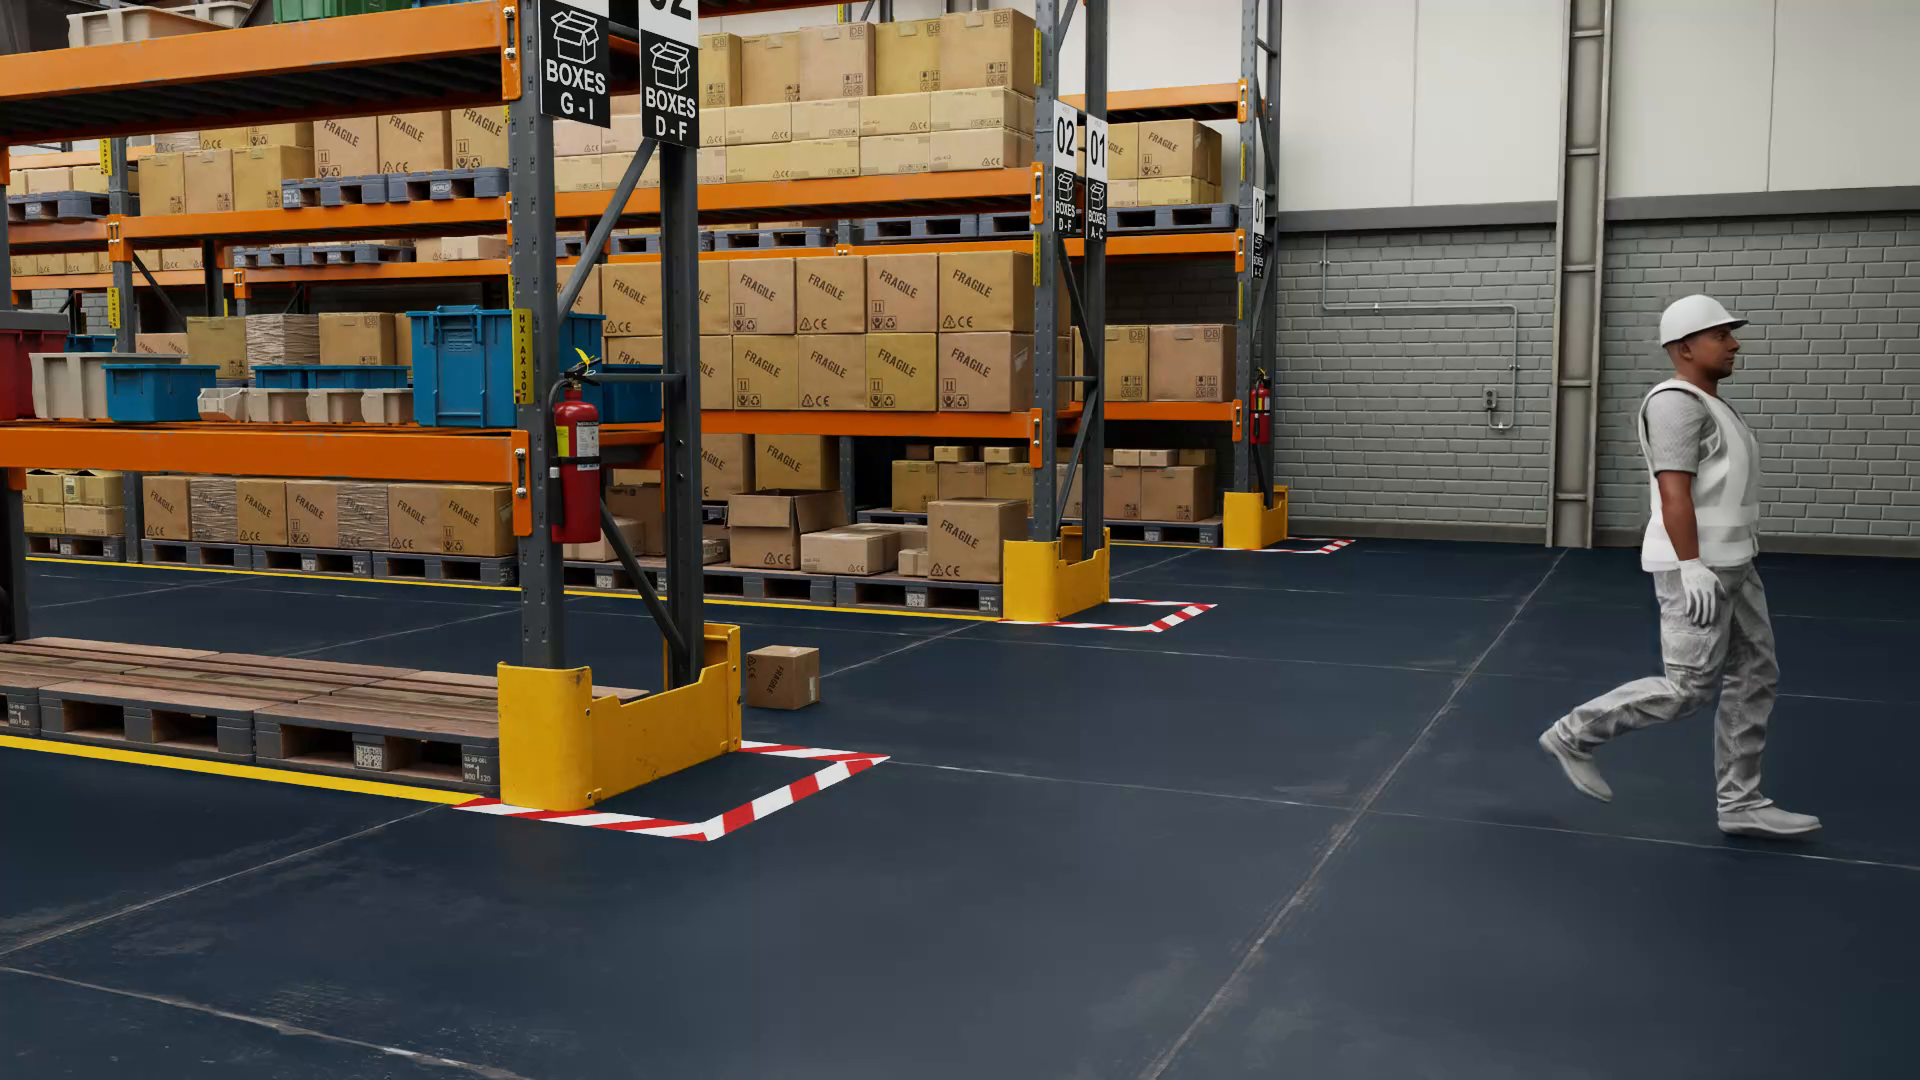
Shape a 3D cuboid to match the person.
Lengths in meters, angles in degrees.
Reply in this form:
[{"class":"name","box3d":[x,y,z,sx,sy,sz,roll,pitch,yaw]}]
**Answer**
[{"class":"person","box3d":[2.386,0.081,5.467,0.854,1.761,0.553,4,7,36]}]
